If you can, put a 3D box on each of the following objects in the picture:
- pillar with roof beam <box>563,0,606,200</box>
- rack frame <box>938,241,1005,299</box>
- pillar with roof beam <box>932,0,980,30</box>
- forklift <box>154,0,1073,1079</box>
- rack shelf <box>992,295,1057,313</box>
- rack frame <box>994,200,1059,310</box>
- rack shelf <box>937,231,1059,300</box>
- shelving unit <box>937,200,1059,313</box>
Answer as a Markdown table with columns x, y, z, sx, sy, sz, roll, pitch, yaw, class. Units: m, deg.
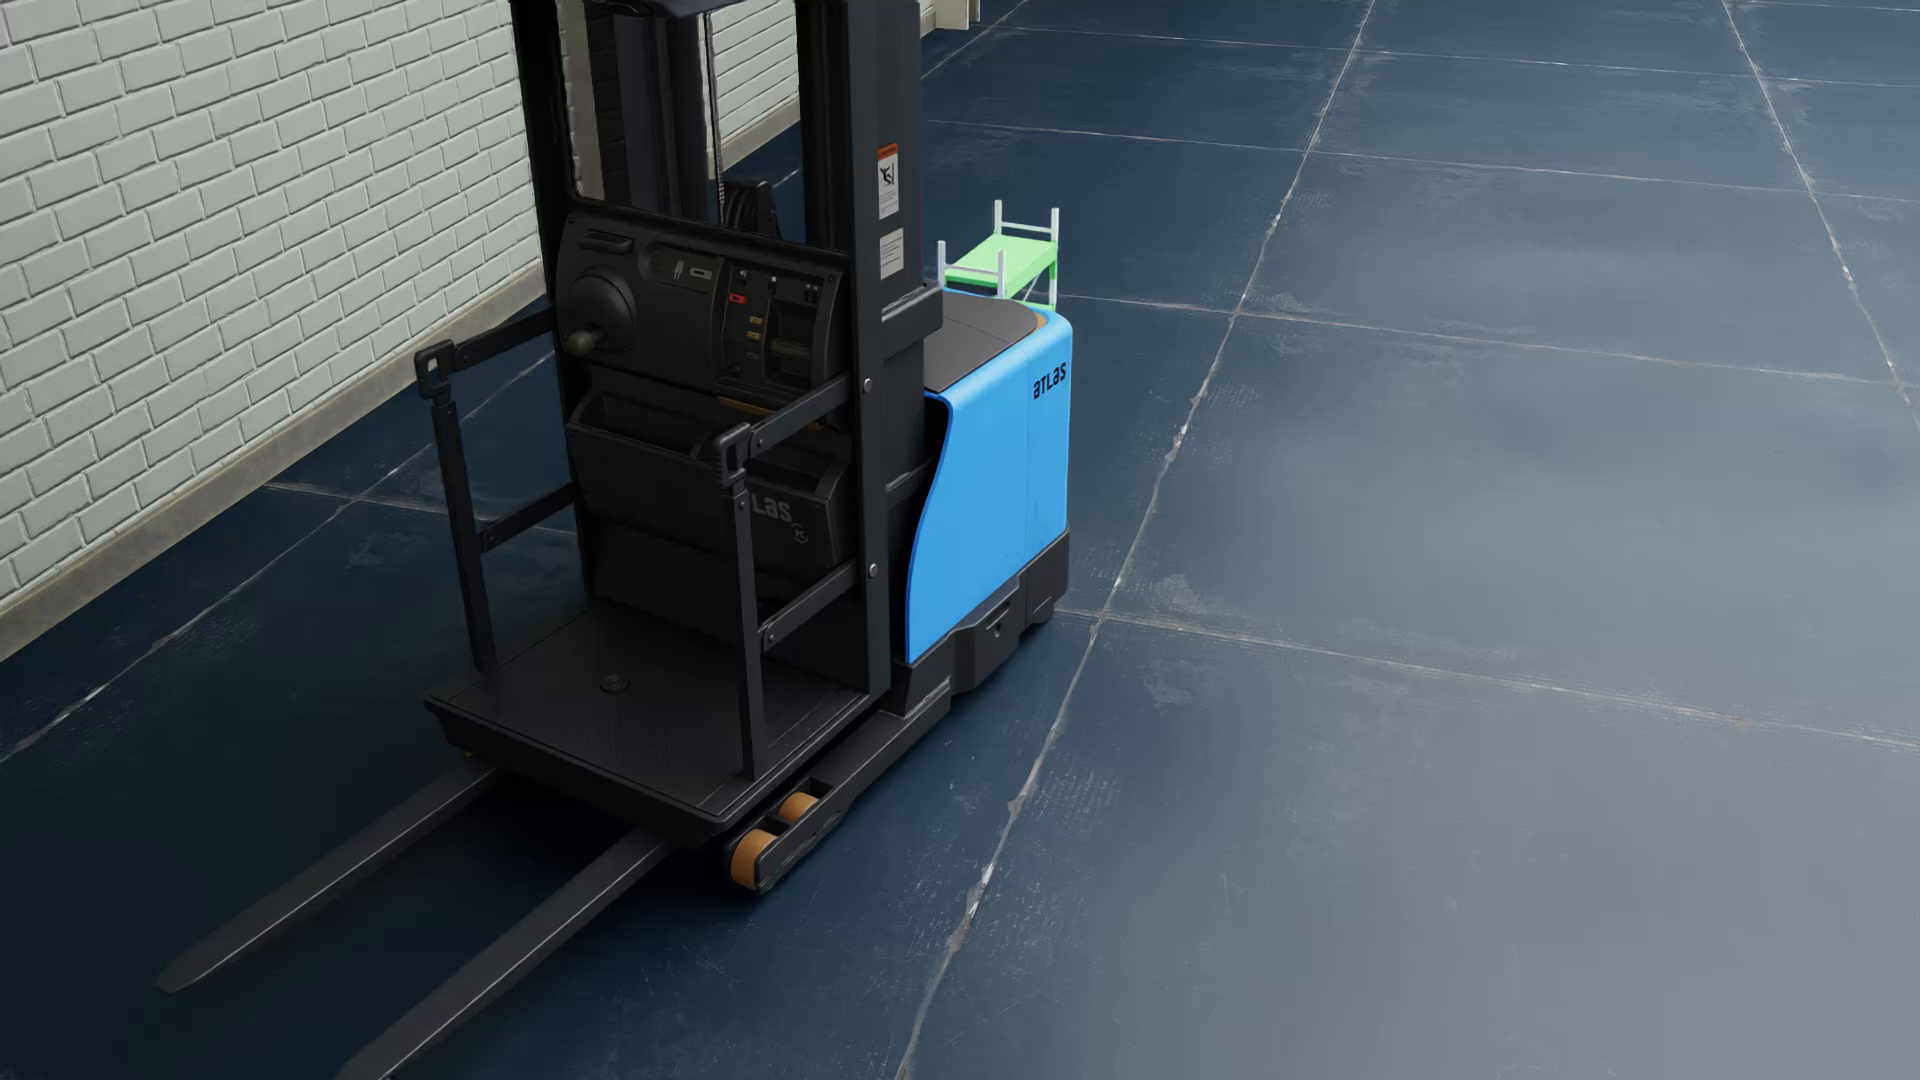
| x | y | z | sx | sy | sz | roll | pitch | yaw | class |
| --- | --- | --- | --- | --- | --- | --- | --- | --- | --- |
| 2.321 | -4.918 | 5.834 | 9.100 | 9.000 | 0.400 | 8 | 30 | 15 | pillar with roof beam |
| 0.038 | -0.455 | 5.834 | 0.240 | 1.200 | 0.015 | 12 | 31 | 21 | rack frame |
| 4.082 | -7.706 | 10.847 | 9.100 | 9.000 | 0.400 | 8 | 30 | 15 | pillar with roof beam |
| -0.822 | -0.582 | 4.281 | 1.130 | 2.935 | 3.031 | 17 | 33 | 27 | forklift |
| 0.138 | -0.717 | 5.943 | 0.258 | 0.148 | 0.480 | 12 | 31 | 21 | rack shelf |
| 0.237 | -0.672 | 6.223 | 0.240 | 1.200 | 0.015 | 12 | 31 | 21 | rack frame |
| 0.138 | -0.927 | 5.826 | 0.258 | 0.148 | 0.480 | 12 | 31 | 21 | rack shelf |
| 0.138 | -0.563 | 6.028 | 0.258 | 1.200 | 0.503 | 12 | 31 | 21 | shelving unit |
